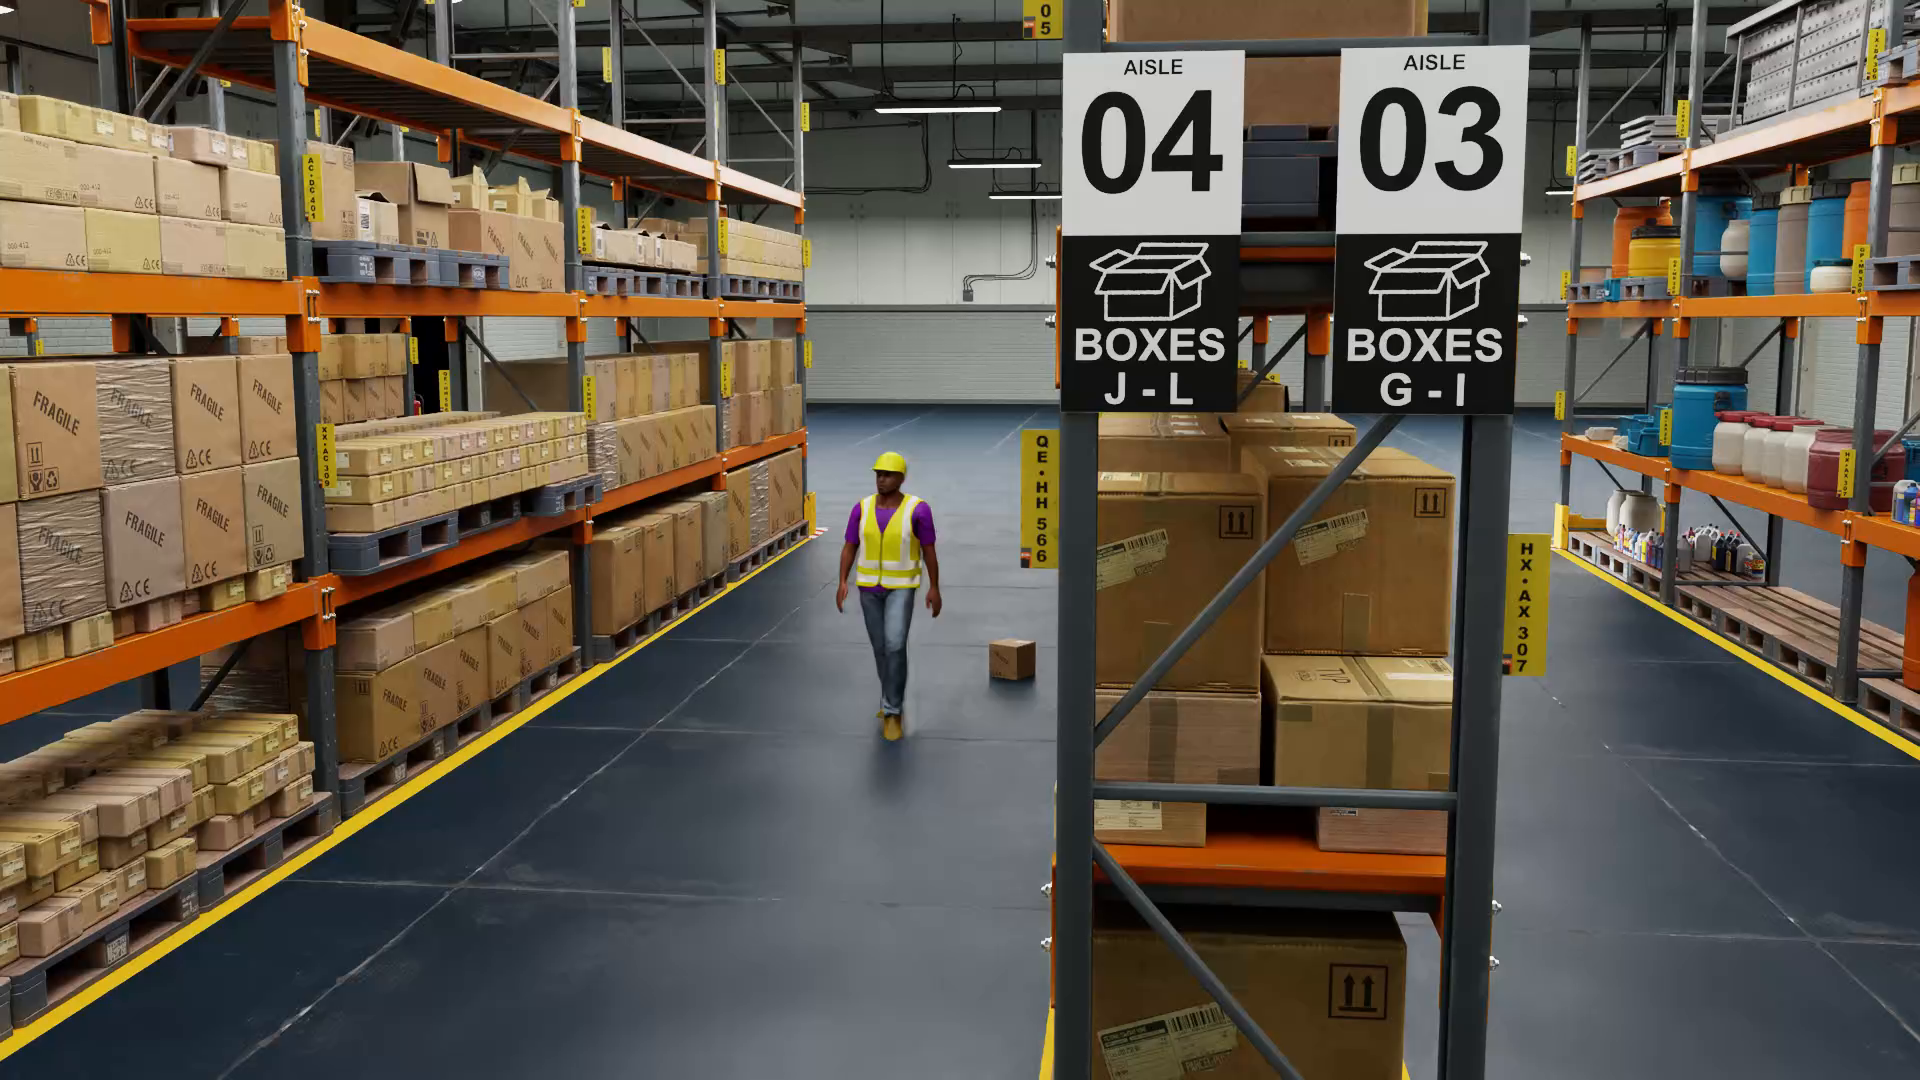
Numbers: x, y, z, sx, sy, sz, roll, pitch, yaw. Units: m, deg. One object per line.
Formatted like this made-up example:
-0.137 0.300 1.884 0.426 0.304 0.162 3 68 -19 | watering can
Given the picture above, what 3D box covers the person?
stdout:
-0.472 0.351 10.645 0.625 1.824 0.649 3 8 19 | person
